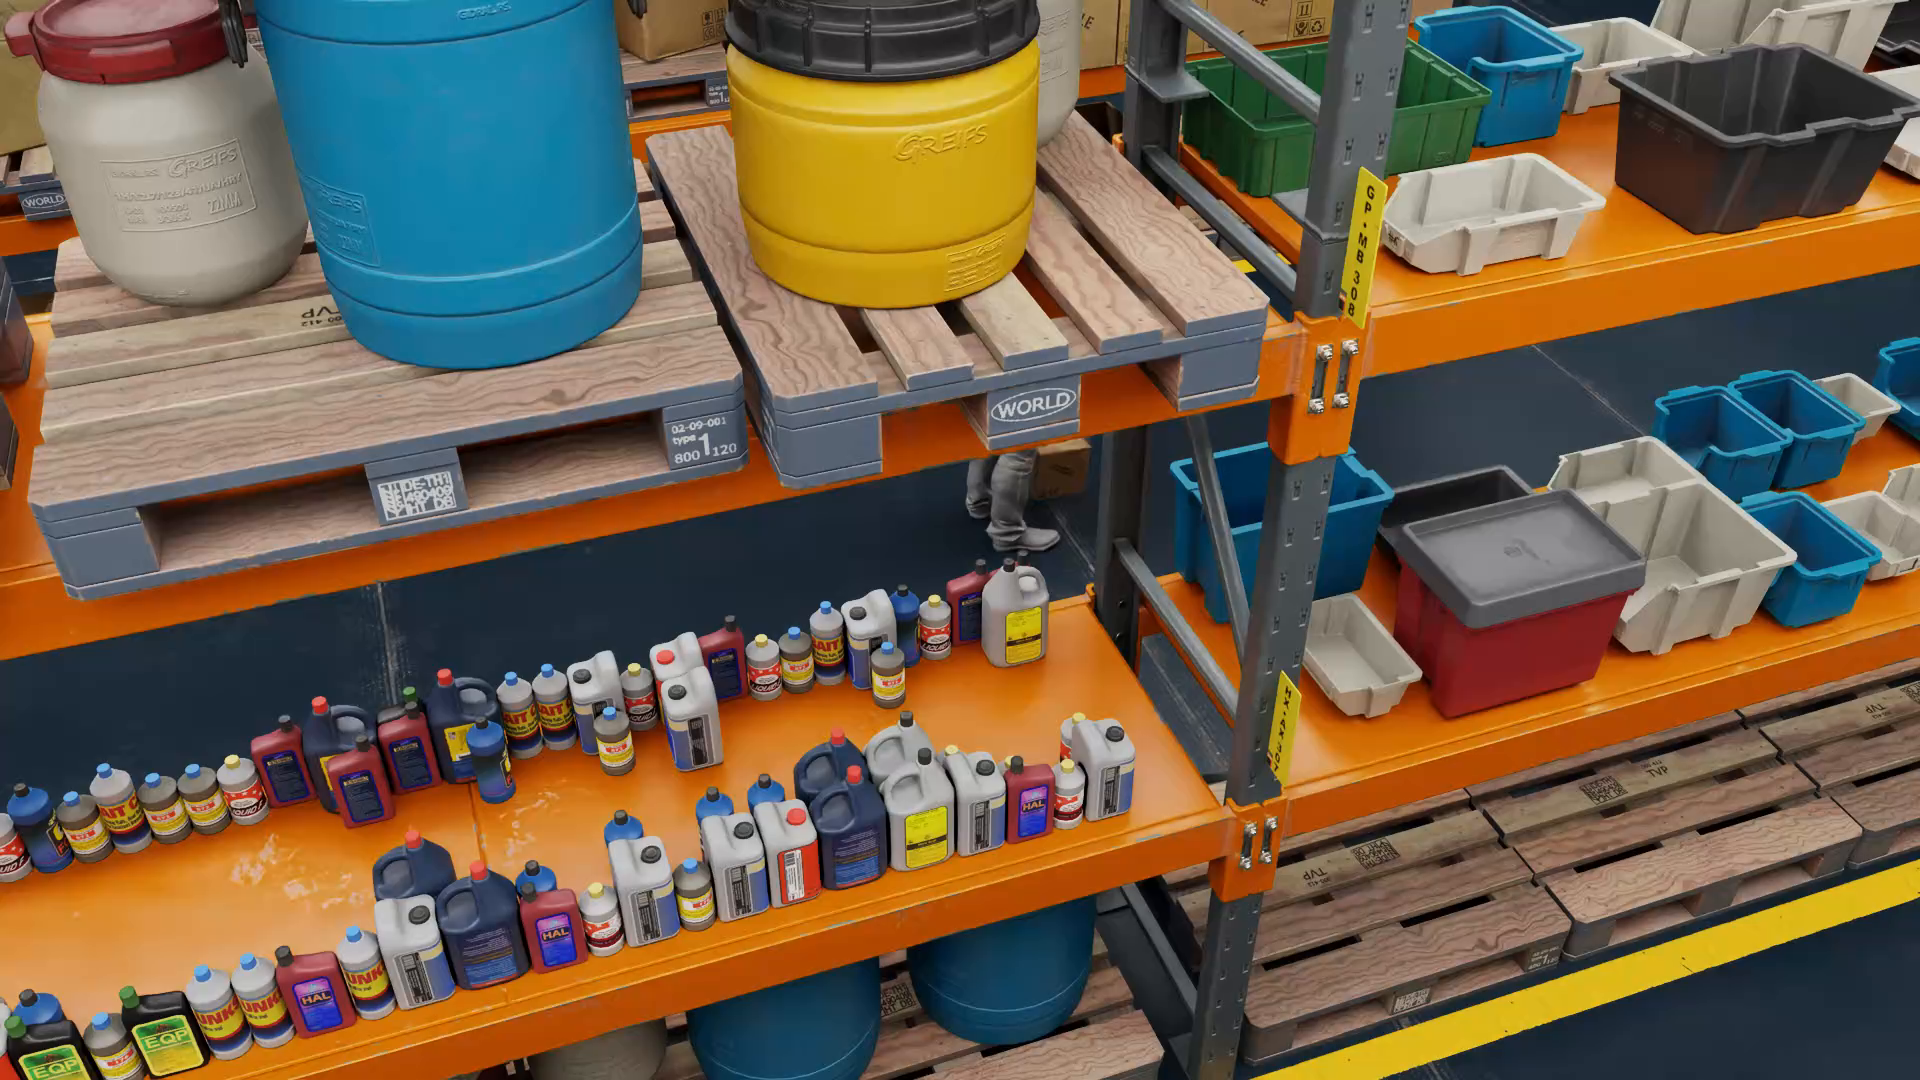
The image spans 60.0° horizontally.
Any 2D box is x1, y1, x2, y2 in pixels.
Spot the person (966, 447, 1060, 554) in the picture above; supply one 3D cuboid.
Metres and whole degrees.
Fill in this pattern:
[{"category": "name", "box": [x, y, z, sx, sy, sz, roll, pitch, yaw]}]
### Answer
[{"category": "person", "box": [0.193, -0.774, 7.146, 0.439, 1.759, 0.601, -14, 40, -17]}]
